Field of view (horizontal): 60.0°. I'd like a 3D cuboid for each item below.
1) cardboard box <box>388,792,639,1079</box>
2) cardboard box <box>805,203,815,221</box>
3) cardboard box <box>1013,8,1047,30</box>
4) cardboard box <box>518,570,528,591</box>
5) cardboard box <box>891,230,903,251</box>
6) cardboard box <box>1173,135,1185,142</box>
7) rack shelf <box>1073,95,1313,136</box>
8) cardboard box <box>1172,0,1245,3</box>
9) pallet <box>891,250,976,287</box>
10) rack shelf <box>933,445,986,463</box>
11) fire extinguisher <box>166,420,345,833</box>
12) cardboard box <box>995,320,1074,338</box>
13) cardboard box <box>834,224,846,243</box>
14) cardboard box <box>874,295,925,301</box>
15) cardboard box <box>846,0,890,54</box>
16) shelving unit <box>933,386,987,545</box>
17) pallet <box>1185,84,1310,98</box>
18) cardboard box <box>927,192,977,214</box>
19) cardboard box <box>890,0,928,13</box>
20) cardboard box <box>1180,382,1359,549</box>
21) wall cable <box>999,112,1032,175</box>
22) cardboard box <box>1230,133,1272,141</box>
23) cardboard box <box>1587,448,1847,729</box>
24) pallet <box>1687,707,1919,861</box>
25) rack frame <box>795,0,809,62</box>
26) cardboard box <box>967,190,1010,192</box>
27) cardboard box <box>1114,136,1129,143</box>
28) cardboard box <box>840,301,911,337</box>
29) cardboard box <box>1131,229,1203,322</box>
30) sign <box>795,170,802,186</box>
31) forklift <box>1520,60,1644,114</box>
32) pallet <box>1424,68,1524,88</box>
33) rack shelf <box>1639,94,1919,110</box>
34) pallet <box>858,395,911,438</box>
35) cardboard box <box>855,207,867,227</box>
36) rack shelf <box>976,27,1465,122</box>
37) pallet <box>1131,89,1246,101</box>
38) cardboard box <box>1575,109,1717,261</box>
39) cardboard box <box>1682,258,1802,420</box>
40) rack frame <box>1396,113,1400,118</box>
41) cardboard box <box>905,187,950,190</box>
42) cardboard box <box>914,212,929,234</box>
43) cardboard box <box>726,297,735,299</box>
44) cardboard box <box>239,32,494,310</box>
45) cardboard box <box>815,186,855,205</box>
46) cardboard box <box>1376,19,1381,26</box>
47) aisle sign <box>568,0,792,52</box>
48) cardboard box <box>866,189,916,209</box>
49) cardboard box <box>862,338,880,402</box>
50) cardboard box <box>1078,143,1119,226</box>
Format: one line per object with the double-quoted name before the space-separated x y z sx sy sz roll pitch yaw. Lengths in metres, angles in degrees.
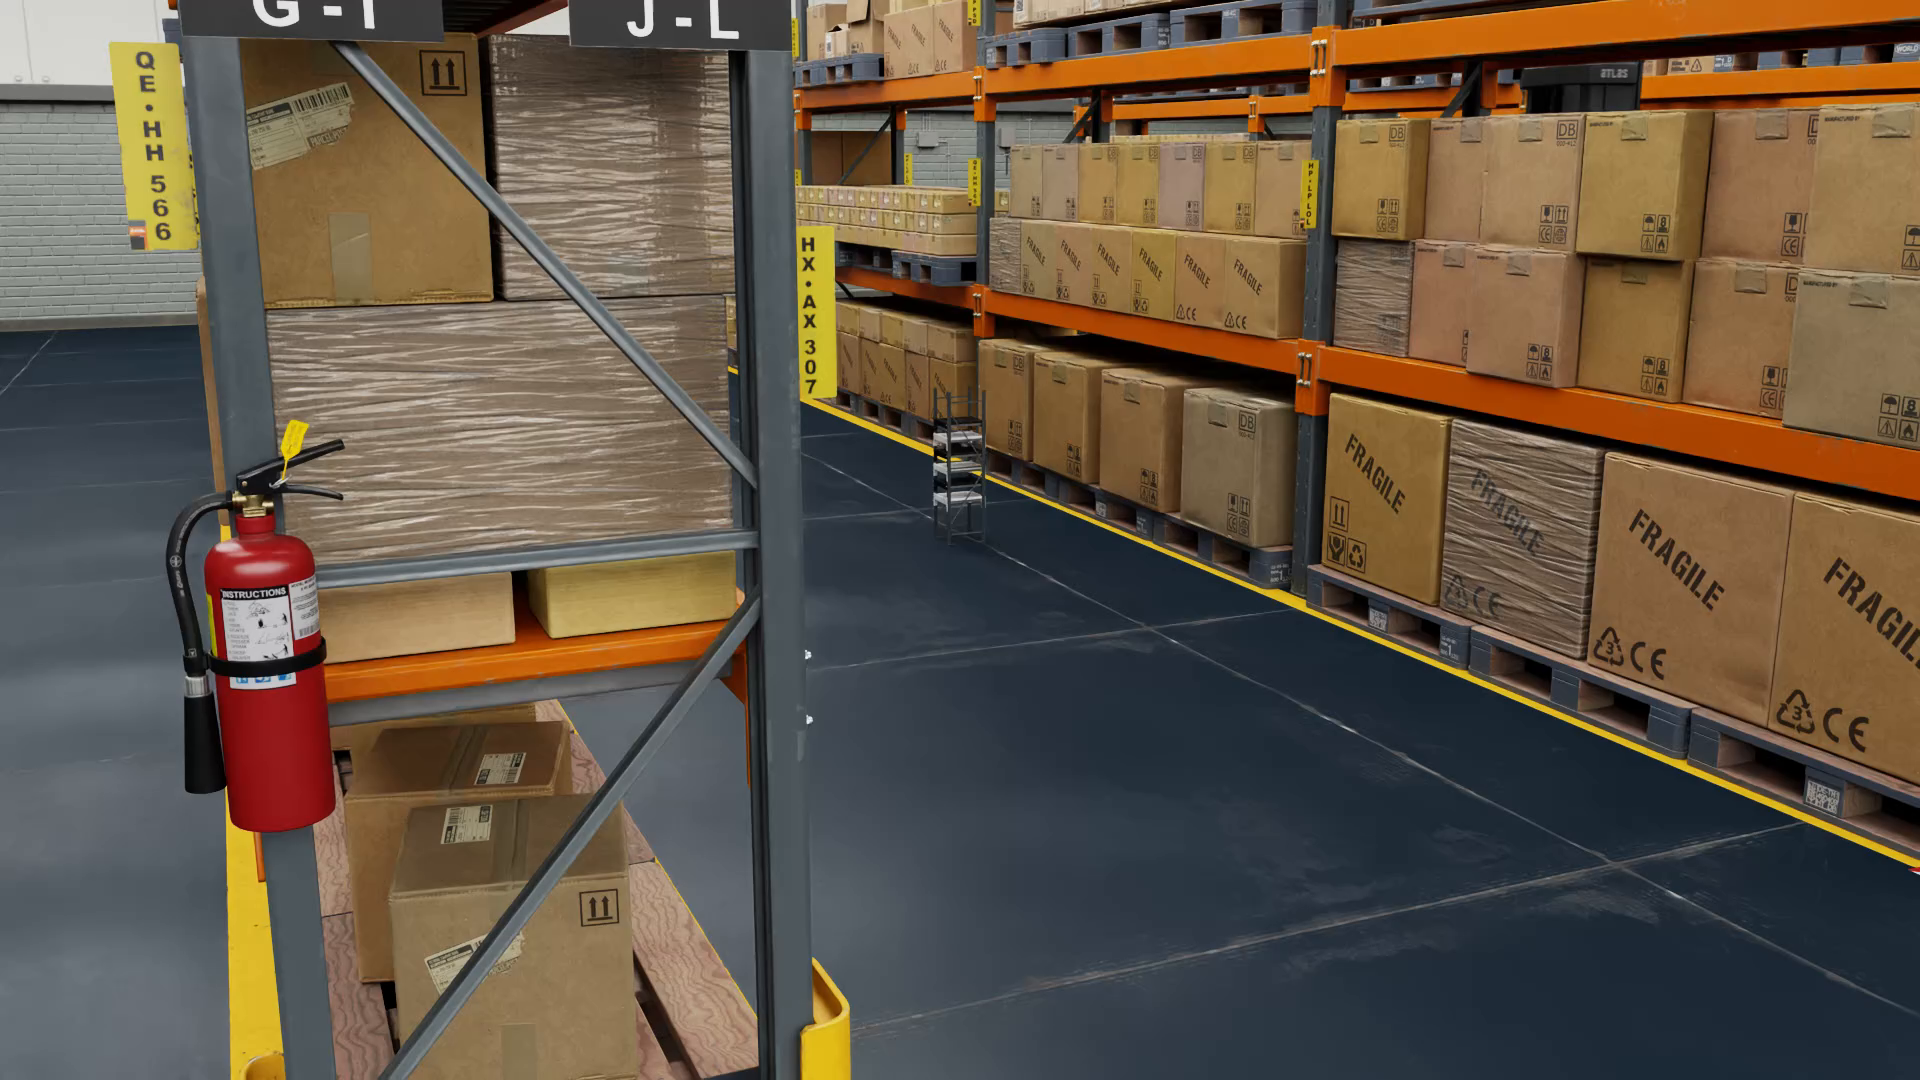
"cardboard box" -1.017 0.922 3.844 0.500 0.500 0.500 -3 13 -13
"cardboard box" -1.162 -2.917 14.789 0.380 0.149 0.250 -6 14 -24
"cardboard box" 0.586 -3.549 11.303 0.380 0.149 0.250 -6 14 -25
"cardboard box" -0.760 0.028 3.652 0.380 0.149 0.250 -6 14 -23
"cardboard box" -0.318 -2.339 12.950 0.380 0.149 0.250 -6 14 -24
"cardboard box" 2.622 -4.491 18.744 0.380 0.149 0.250 -6 14 -24
"rack shelf" 2.690 -4.859 19.153 1.077 0.370 4.000 -6 14 -23
"cardboard box" 1.505 -3.091 9.098 0.500 0.250 0.500 -6 14 -23
"pallet" 0.216 -2.084 12.648 1.213 0.211 1.003 -6 14 -23
"rack shelf" -0.003 -0.495 9.763 0.258 0.077 0.200 -6 14 -23
"fire extinguisher" -1.158 0.143 2.772 0.296 0.674 0.183 -6 14 -23
"cardboard box" 0.544 -1.557 12.892 0.500 0.250 0.500 -6 14 -26
"cardboard box" -0.852 -2.613 14.131 0.380 0.149 0.250 -6 14 -25
"cardboard box" -0.474 -2.088 15.187 0.500 0.250 0.500 -6 14 -24
"cardboard box" -0.505 -4.252 13.776 0.797 0.503 0.637 -6 14 -24
"shelving unit" -0.003 -0.440 9.776 0.258 0.900 0.210 -6 14 -23
"pallet" 3.173 -4.923 18.031 1.003 0.211 1.213 -6 14 -23
"cardboard box" -0.018 -2.472 12.205 0.380 0.149 0.250 -6 14 -25
"cardboard box" -0.335 -4.247 12.996 0.396 0.266 0.258 -6 14 -23
"cardboard box" 1.870 -0.442 9.187 1.050 0.750 0.750 -6 14 -23
"wall cable" 0.904 -5.949 26.669 0.588 1.984 0.122 -6 14 -23
"cardboard box" 3.077 -4.221 17.578 0.380 0.149 0.250 -6 14 -24
"cardboard box" 3.117 0.127 6.447 0.875 0.875 0.875 -6 14 -24
"pallet" 3.411 0.813 5.889 1.003 0.211 1.213 -6 14 -23
"rack frame" -1.004 -5.789 14.926 1.000 3.000 0.127 -6 14 -23
"cardboard box" 0.281 -2.686 13.130 0.380 0.149 0.250 -6 14 -25
"cardboard box" 2.069 -4.750 19.863 0.380 0.149 0.250 -6 14 -25
"cardboard box" -0.734 -1.932 14.516 0.500 0.250 0.500 -5 14 -21
"cardboard box" 1.342 -1.555 9.714 0.500 0.500 0.500 -5 14 -22
"sign" -1.498 -3.238 15.287 0.100 0.325 0.005 -6 14 -23
"forklift" 4.611 -1.828 11.266 3.031 2.935 1.130 -2 13 -8
"pallet" 4.787 -4.006 14.291 1.213 0.211 1.003 -5 14 -20
"rack shelf" 8.839 -4.481 17.523 1.077 0.370 4.000 -6 14 -23
"pallet" -0.198 -1.095 14.132 1.003 0.211 1.213 -6 14 -23
"cardboard box" -0.639 -2.648 13.624 0.380 0.149 0.250 -6 14 -24
"rack shelf" 1.400 -2.738 9.990 1.077 0.370 4.000 -6 14 -23
"pallet" 2.689 -5.174 19.119 1.003 0.211 1.213 -6 14 -23
"cardboard box" 2.954 -1.398 6.529 0.875 0.550 0.500 -6 14 -23
"cardboard box" 3.264 -0.772 6.219 0.875 0.550 0.550 -6 14 -23
"rack frame" 6.436 -4.610 23.136 1.000 3.000 0.127 -6 14 -23
"cardboard box" -0.253 -2.959 14.309 0.380 0.149 0.250 -6 14 -25
"cardboard box" -0.125 -2.383 12.481 0.380 0.149 0.250 -5 14 -21
"cardboard box" -2.707 -2.660 18.780 0.380 0.149 0.250 -6 14 -26
"cardboard box" -1.228 -0.732 3.282 0.500 0.500 0.500 -6 14 -23
"cardboard box" -1.050 -3.005 14.509 0.380 0.149 0.250 -5 14 -22
"cardboard box" 4.122 -4.561 15.118 0.500 0.500 0.500 -5 14 -22
"aisle sign" -0.482 -1.241 2.814 0.394 0.787 0.004 -6 14 -23
"cardboard box" -0.534 -2.739 13.360 0.380 0.149 0.250 -5 14 -20
"cardboard box" -0.515 -1.461 14.140 0.500 0.500 0.500 -5 14 -22
"cardboard box" 1.181 -2.272 10.596 0.700 0.500 0.500 -6 14 -24
